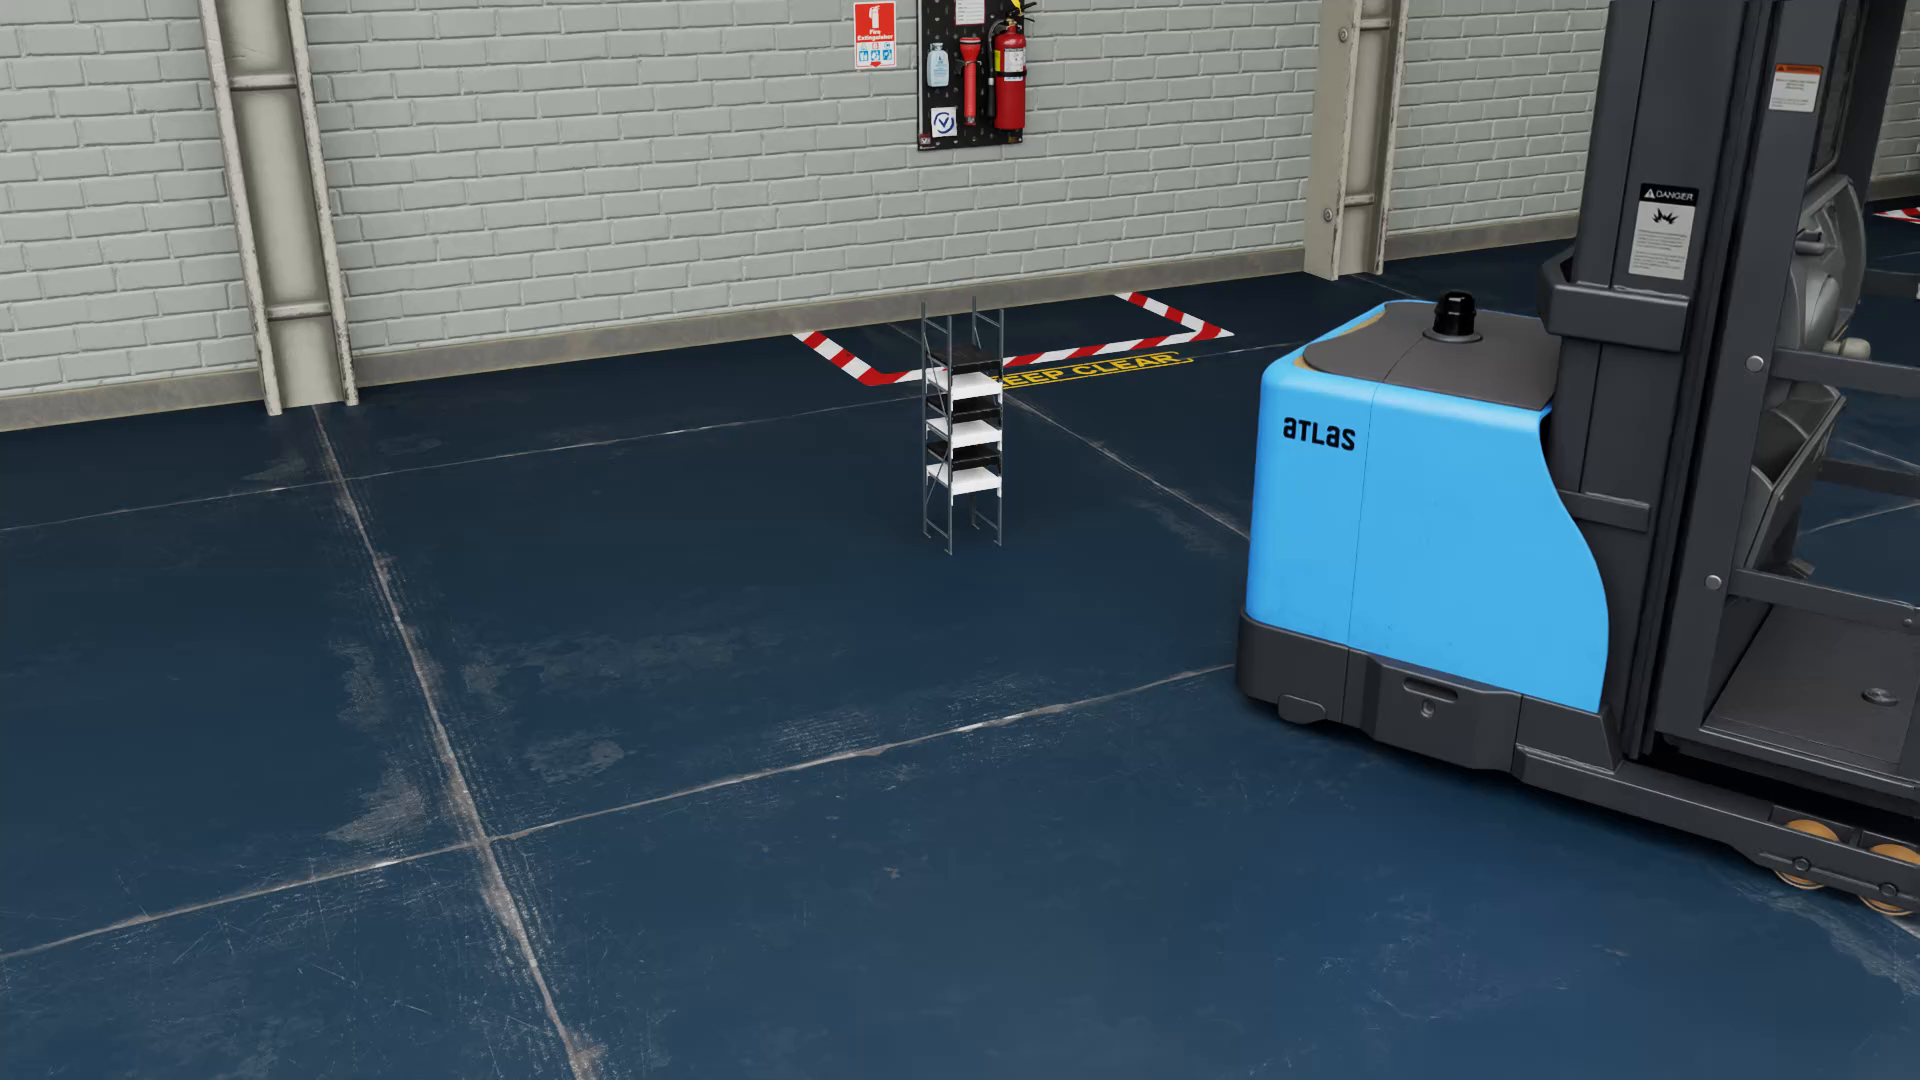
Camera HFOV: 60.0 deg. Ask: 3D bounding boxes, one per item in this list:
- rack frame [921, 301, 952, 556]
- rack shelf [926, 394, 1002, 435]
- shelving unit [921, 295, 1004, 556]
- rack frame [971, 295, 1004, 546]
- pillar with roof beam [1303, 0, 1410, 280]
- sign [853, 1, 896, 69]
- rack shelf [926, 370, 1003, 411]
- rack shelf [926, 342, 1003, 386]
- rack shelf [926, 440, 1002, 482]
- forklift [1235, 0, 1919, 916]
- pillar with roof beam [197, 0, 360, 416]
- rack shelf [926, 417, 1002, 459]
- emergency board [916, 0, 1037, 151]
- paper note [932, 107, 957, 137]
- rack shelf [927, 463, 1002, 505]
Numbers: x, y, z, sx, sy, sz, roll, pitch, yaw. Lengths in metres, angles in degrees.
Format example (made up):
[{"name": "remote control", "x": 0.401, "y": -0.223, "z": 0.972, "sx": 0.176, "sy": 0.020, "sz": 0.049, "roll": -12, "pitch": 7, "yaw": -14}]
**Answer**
[{"name": "rack frame", "x": -0.084, "y": -0.400, "z": 6.040, "sx": 0.006, "sy": 0.900, "sz": 0.240, "roll": -10, "pitch": 25, "yaw": -24}, {"name": "rack shelf", "x": 0.007, "y": -0.469, "z": 6.059, "sx": 0.200, "sy": 0.077, "sz": 0.258, "roll": -10, "pitch": 25, "yaw": -24}, {"name": "shelving unit", "x": 0.007, "y": -0.417, "z": 6.081, "sx": 0.210, "sy": 0.900, "sz": 0.258, "roll": -10, "pitch": 25, "yaw": -24}, {"name": "rack frame", "x": 0.099, "y": -0.434, "z": 6.122, "sx": 0.006, "sy": 0.900, "sz": 0.240, "roll": -10, "pitch": 25, "yaw": -24}, {"name": "pillar with roof beam", "x": 4.216, "y": -4.325, "z": 4.933, "sx": 0.400, "sy": 9.000, "sz": 9.100, "roll": -10, "pitch": 25, "yaw": -24}, {"name": "sign", "x": -0.437, "y": -2.601, "z": 8.564, "sx": 0.234, "sy": 0.329, "sz": 0.001, "roll": -10, "pitch": 25, "yaw": -24}, {"name": "rack shelf", "x": 0.007, "y": -0.553, "z": 6.025, "sx": 0.200, "sy": 0.077, "sz": 0.258, "roll": -10, "pitch": 25, "yaw": -24}, {"name": "rack shelf", "x": 0.007, "y": -0.636, "z": 5.991, "sx": 0.200, "sy": 0.077, "sz": 0.258, "roll": -10, "pitch": 25, "yaw": -24}, {"name": "rack shelf", "x": 0.007, "y": -0.303, "z": 6.128, "sx": 0.200, "sy": 0.077, "sz": 0.258, "roll": -10, "pitch": 25, "yaw": -24}, {"name": "forklift", "x": 2.328, "y": -0.673, "z": 4.044, "sx": 3.031, "sy": 2.935, "sz": 1.130, "roll": 15, "pitch": 27, "yaw": 32}, {"name": "pillar with roof beam", "x": -1.190, "y": -3.330, "z": 2.529, "sx": 0.400, "sy": 9.000, "sz": 9.100, "roll": -10, "pitch": 25, "yaw": -24}, {"name": "rack shelf", "x": 0.007, "y": -0.386, "z": 6.094, "sx": 0.200, "sy": 0.077, "sz": 0.258, "roll": -10, "pitch": 25, "yaw": -24}, {"name": "emergency board", "x": 0.106, "y": -2.640, "z": 8.706, "sx": 0.643, "sy": 1.169, "sz": 0.194, "roll": -10, "pitch": 25, "yaw": -24}, {"name": "paper note", "x": -0.083, "y": -2.228, "z": 8.861, "sx": 0.142, "sy": 0.148, "sz": 0.016, "roll": -10, "pitch": 25, "yaw": -24}, {"name": "rack shelf", "x": 0.007, "y": -0.220, "z": 6.163, "sx": 0.200, "sy": 0.077, "sz": 0.258, "roll": -10, "pitch": 25, "yaw": -24}]
